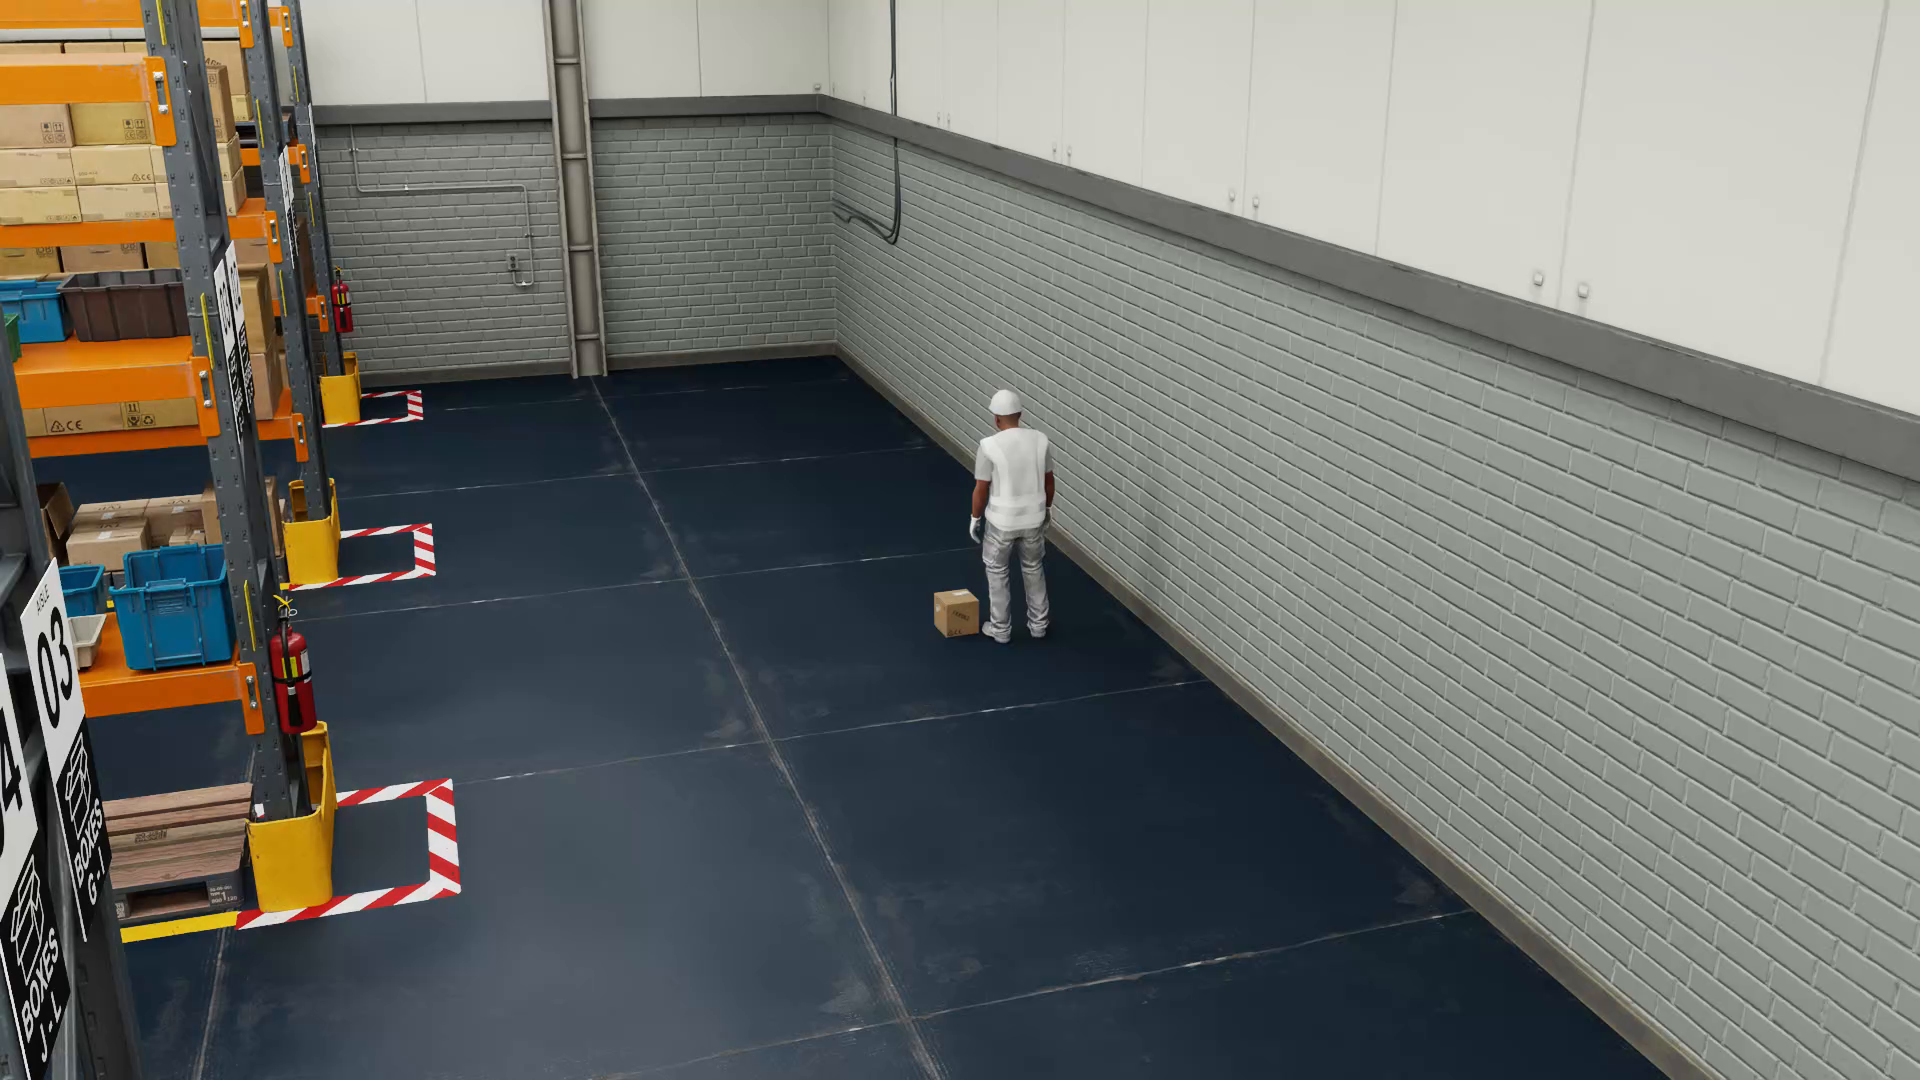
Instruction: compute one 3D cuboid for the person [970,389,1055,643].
[{"bbox_3d":[0.361,-0.161,11.514,0.628,1.774,0.448,-7,20,-20],"label":"person"}]
